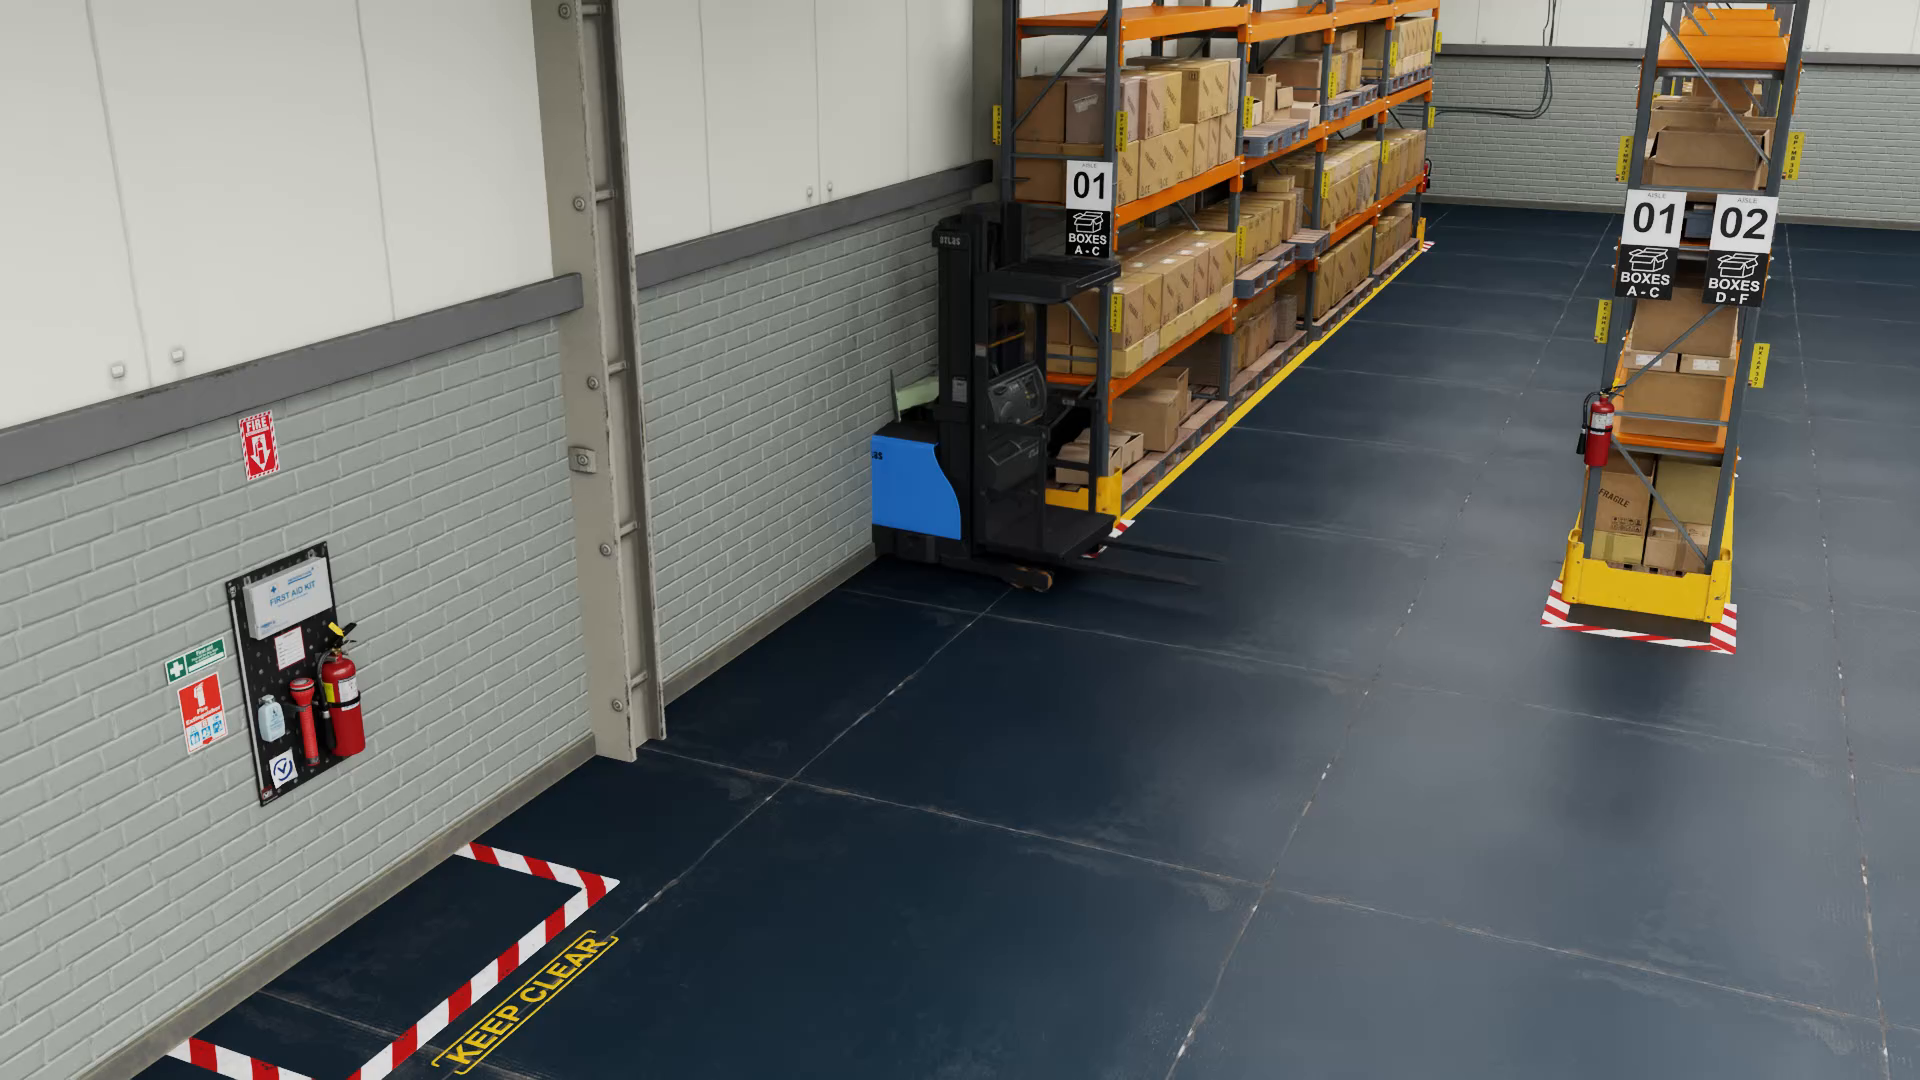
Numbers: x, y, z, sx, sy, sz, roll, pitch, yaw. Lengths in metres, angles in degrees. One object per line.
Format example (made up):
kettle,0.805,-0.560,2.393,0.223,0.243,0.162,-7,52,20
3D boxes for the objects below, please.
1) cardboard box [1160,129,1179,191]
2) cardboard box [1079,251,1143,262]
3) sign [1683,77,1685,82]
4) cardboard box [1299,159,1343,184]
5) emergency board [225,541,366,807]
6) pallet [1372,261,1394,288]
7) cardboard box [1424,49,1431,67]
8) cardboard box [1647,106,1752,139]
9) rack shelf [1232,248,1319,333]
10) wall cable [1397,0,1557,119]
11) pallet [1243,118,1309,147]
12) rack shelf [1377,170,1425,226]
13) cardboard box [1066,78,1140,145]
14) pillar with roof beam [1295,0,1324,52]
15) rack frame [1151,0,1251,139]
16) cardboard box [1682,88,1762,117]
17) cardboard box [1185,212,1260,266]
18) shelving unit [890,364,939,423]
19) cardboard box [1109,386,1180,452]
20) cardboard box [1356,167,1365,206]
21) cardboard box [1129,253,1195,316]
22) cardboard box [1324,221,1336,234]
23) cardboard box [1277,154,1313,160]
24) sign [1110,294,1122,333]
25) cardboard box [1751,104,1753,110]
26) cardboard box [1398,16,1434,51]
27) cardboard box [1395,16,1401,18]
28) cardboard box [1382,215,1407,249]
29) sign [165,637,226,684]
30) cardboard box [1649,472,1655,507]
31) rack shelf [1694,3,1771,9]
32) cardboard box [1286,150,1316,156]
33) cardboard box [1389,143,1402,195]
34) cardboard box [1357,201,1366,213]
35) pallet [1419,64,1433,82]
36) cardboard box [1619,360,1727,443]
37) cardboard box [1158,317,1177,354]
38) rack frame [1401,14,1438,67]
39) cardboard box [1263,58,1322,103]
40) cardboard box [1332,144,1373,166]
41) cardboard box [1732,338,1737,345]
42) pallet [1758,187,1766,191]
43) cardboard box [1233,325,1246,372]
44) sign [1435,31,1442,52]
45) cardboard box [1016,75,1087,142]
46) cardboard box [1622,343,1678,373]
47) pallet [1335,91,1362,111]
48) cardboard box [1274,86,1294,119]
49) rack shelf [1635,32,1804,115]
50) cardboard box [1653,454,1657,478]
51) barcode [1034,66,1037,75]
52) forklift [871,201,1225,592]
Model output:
cardboard box,1.652,-3.447,15.028,0.500,0.500,0.500,10,22,25
cardboard box,1.453,-2.521,16.155,0.500,0.500,0.500,9,21,23
sign,9.762,-6.309,22.484,0.100,0.325,0.005,9,21,23
cardboard box,4.742,-4.854,21.898,0.500,0.250,0.500,8,21,22
emergency board,-3.181,0.661,8.133,0.194,1.169,0.643,9,21,23
pallet,6.122,-4.167,25.870,1.003,0.211,1.213,9,21,23
cardboard box,7.319,-7.809,26.921,0.500,0.250,0.500,9,22,24
cardboard box,6.195,-3.374,14.014,0.797,0.503,0.637,11,22,29
rack shelf,3.282,-3.086,19.742,1.077,0.370,4.000,9,21,23
wall cable,10.019,-9.525,32.456,3.097,2.526,0.112,9,21,23
pallet,3.235,-4.629,18.813,1.213,0.211,1.003,9,21,23
rack shelf,6.558,-5.531,26.619,1.077,0.370,4.000,9,21,23
cardboard box,1.204,-3.616,14.011,0.500,0.500,0.500,7,21,19
pillar with roof beam,9.164,-7.827,23.048,9.100,9.000,0.400,9,21,23
rack frame,2.463,-5.640,16.897,1.000,3.000,0.127,9,21,23
cardboard box,8.770,-4.956,19.301,0.910,0.500,0.500,9,21,23
cardboard box,2.938,-3.388,18.714,0.700,0.500,0.500,11,22,28
shelving unit,-0.365,-0.807,14.395,0.431,1.500,0.755,5,19,44
cardboard box,1.770,-1.211,16.471,0.700,0.500,0.500,7,21,19
cardboard box,5.367,-4.970,23.344,0.500,0.500,0.500,9,21,23
cardboard box,1.924,-2.453,15.966,0.500,0.500,0.500,9,22,24
cardboard box,4.744,-4.141,21.982,0.380,0.149,0.250,9,22,24
cardboard box,4.479,-5.074,22.518,0.500,0.250,0.500,8,21,21
sign,1.320,-1.924,14.110,0.100,0.325,0.005,9,21,23
cardboard box,8.289,-4.589,18.015,0.500,0.250,0.500,9,22,24
cardboard box,7.326,-8.161,26.793,0.500,0.500,0.500,8,21,23
cardboard box,6.858,-8.232,26.993,0.500,0.500,0.500,8,21,21
cardboard box,6.977,-5.121,27.495,0.700,0.500,0.500,8,21,23
sign,-3.492,0.550,7.603,0.001,0.109,0.331,9,21,23
cardboard box,5.899,-0.479,14.815,0.500,0.250,0.500,9,21,23
rack shelf,11.079,-7.678,23.706,1.077,0.370,4.000,9,21,23
cardboard box,4.687,-5.230,22.956,0.500,0.250,0.500,8,21,21
cardboard box,6.280,-5.786,25.814,0.980,0.700,0.700,8,21,21
cardboard box,5.575,-4.765,23.737,0.380,0.149,0.250,9,21,23
pallet,7.083,-7.625,27.088,1.003,0.211,1.213,9,21,23
cardboard box,5.549,-1.100,12.936,0.700,0.500,0.500,9,21,23
cardboard box,1.728,-1.950,15.670,0.500,0.250,0.500,8,21,22
rack frame,7.377,-9.308,27.212,1.000,3.000,0.127,9,21,23
cardboard box,4.244,-5.857,21.179,0.700,0.500,0.500,7,21,18
cardboard box,5.563,-5.476,23.647,0.500,0.250,0.500,9,21,24
cardboard box,5.912,-1.512,13.127,0.380,0.149,0.250,9,21,23
pallet,6.157,-2.870,13.718,1.003,0.211,1.213,9,21,23
cardboard box,2.915,-2.235,19.350,0.700,0.500,0.500,8,21,22
sign,7.866,-8.196,27.358,0.100,0.325,0.005,9,21,23
cardboard box,0.763,-3.699,14.245,0.500,0.500,0.500,10,22,25
cardboard box,5.329,-1.407,12.833,0.380,0.149,0.250,8,21,22
pallet,4.772,-5.907,22.406,1.003,0.211,1.213,10,22,25
cardboard box,3.486,-5.124,19.739,0.797,0.503,0.637,12,23,30
rack shelf,6.165,-3.822,13.457,1.077,0.370,4.000,9,21,23
cardboard box,5.896,-0.833,14.691,0.500,0.500,0.500,9,21,23
barcode,0.660,-4.090,14.480,0.001,0.075,0.075,9,21,23
forklift,0.643,-1.167,13.377,3.031,2.935,1.130,10,22,27
